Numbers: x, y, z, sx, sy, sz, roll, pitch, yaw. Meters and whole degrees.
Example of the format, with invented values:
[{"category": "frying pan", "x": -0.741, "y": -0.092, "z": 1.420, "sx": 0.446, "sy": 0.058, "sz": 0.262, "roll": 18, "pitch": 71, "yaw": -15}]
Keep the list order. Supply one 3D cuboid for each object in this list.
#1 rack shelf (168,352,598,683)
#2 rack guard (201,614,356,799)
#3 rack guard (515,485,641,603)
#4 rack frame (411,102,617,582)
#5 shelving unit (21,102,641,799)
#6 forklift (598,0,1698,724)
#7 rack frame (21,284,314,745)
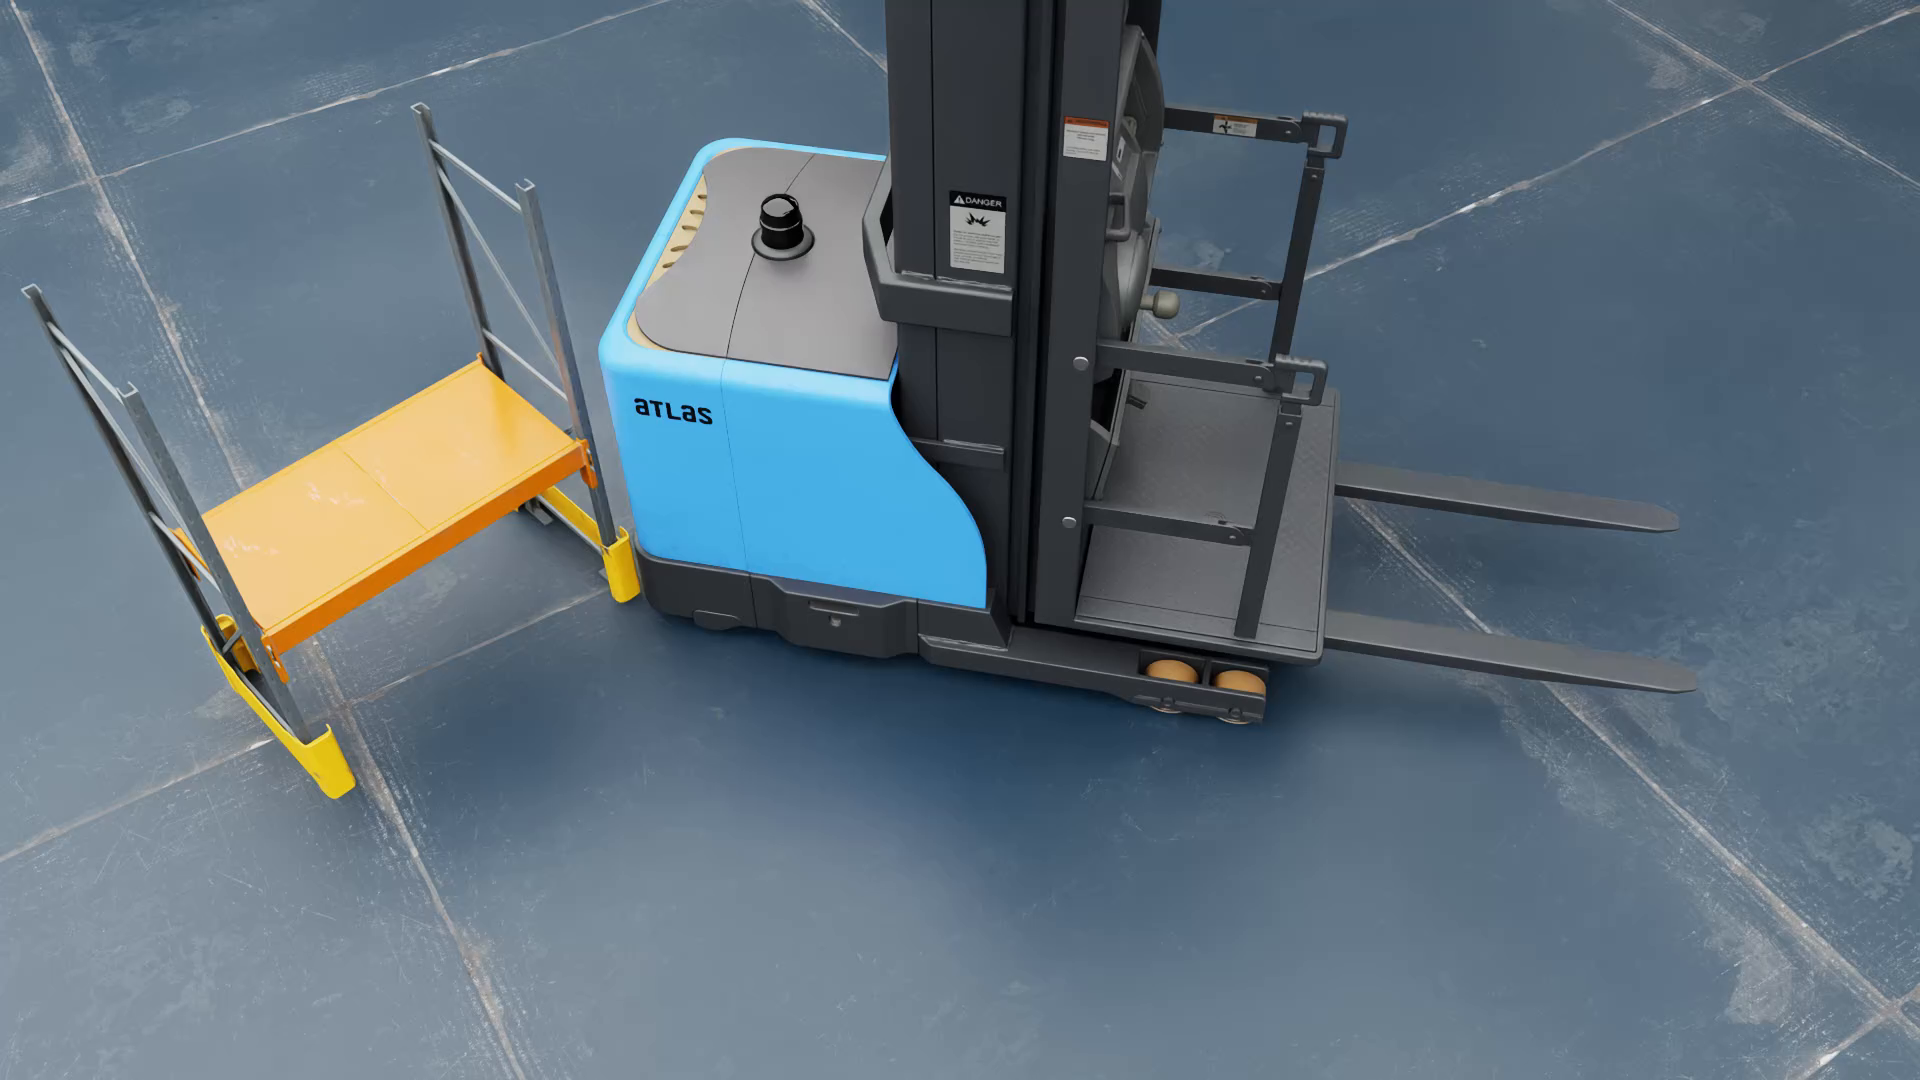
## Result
[{"category": "rack shelf", "x": -1.568, "y": -0.090, "z": 4.567, "sx": 1.000, "sy": 0.185, "sz": 0.538, "roll": -37, "pitch": 58, "yaw": -28}, {"category": "rack guard", "x": -1.914, "y": 0.464, "z": 4.669, "sx": 0.087, "sy": 0.250, "sz": 0.587, "roll": -37, "pitch": 58, "yaw": -28}, {"category": "rack guard", "x": -1.209, "y": -0.061, "z": 5.137, "sx": 0.087, "sy": 0.250, "sz": 0.587, "roll": -37, "pitch": 58, "yaw": -28}, {"category": "rack frame", "x": -1.208, "y": -0.478, "z": 4.671, "sx": 0.032, "sy": 1.500, "sz": 0.500, "roll": -37, "pitch": 58, "yaw": -28}, {"category": "shelving unit", "x": -1.562, "y": -0.214, "z": 4.436, "sx": 1.083, "sy": 1.500, "sz": 0.587, "roll": -37, "pitch": 58, "yaw": -28}, {"category": "forklift", "x": 0.617, "y": -0.882, "z": 4.072, "sx": 3.031, "sy": 2.935, "sz": 1.130, "roll": 9, "pitch": 49, "yaw": 8}, {"category": "rack frame", "x": -1.928, "y": 0.059, "z": 4.193, "sx": 0.032, "sy": 1.500, "sz": 0.500, "roll": -37, "pitch": 58, "yaw": -28}]
